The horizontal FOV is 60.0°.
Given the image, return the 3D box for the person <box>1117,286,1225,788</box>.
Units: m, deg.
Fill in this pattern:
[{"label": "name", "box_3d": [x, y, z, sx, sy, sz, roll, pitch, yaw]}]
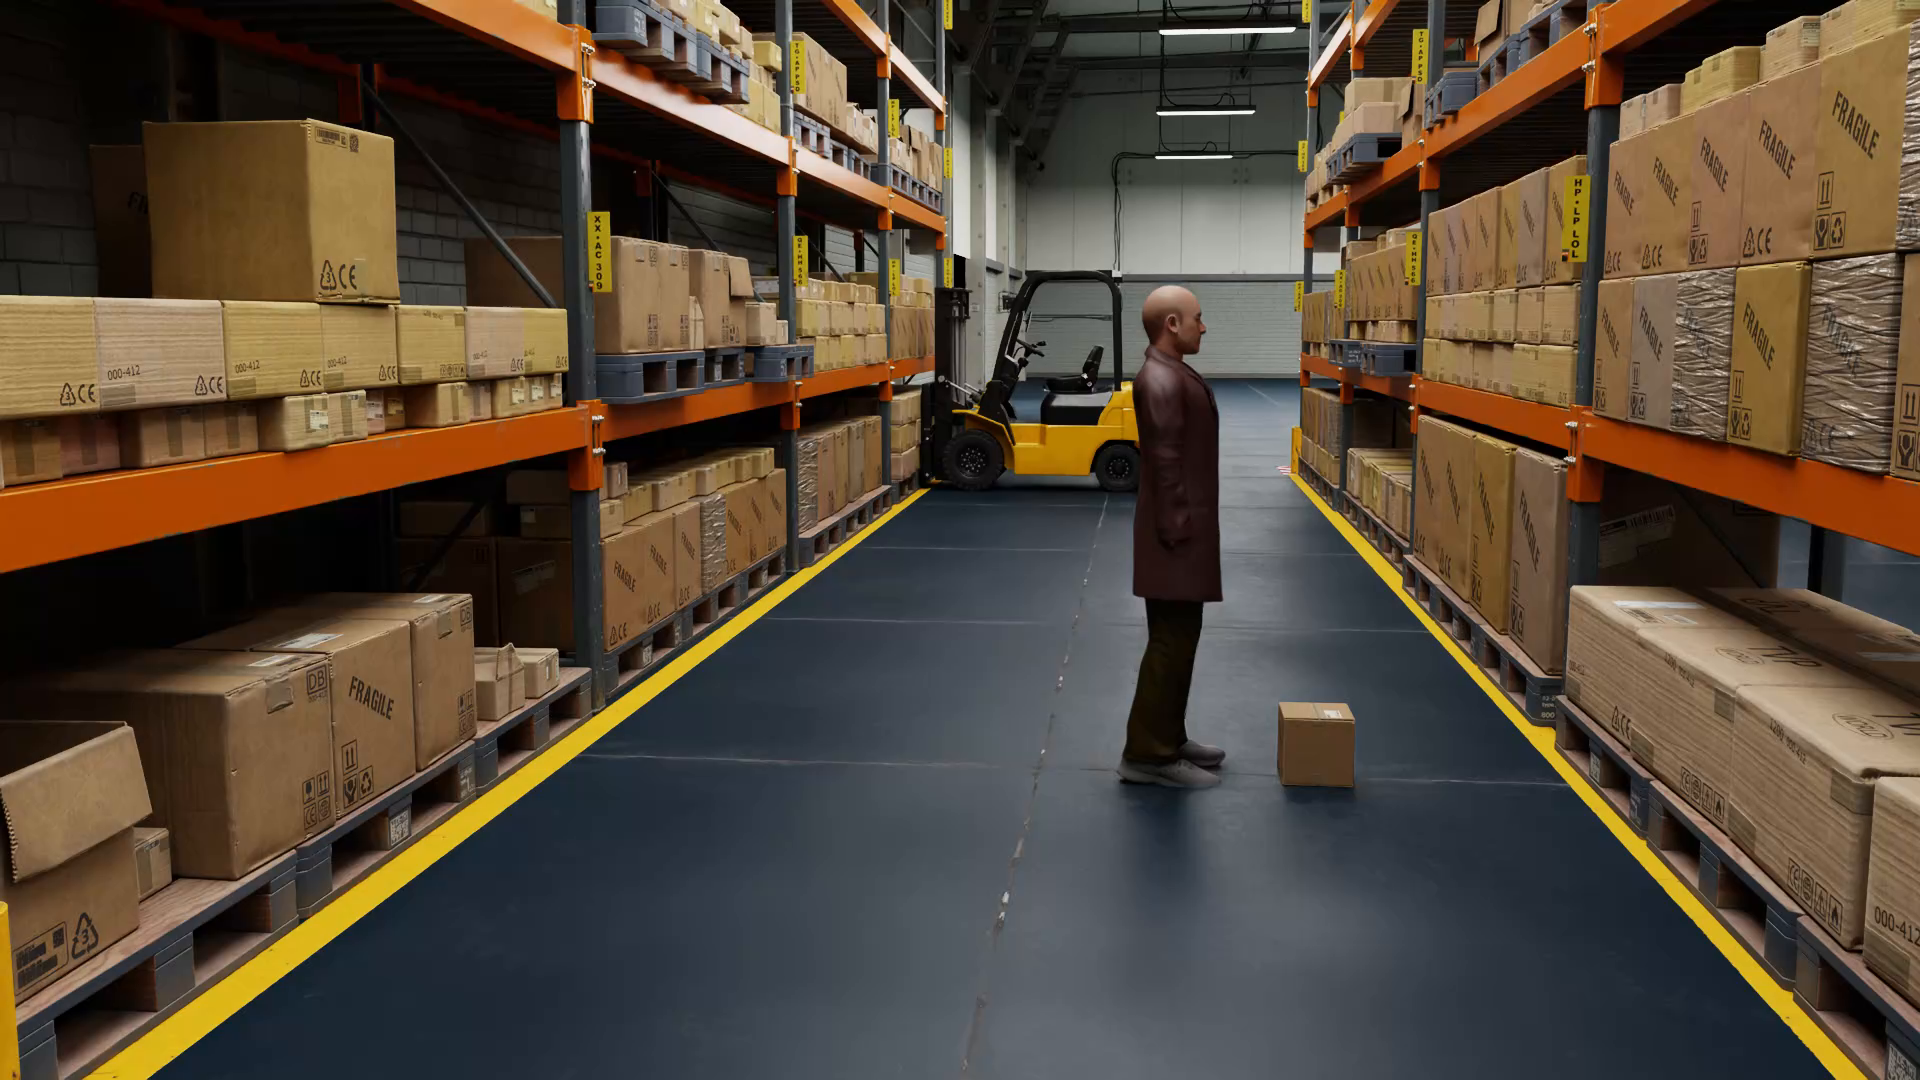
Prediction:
[{"label": "person", "box_3d": [0.783, -0.013, 6.034, 0.394, 1.799, 0.561, 1, 8, 8]}]
